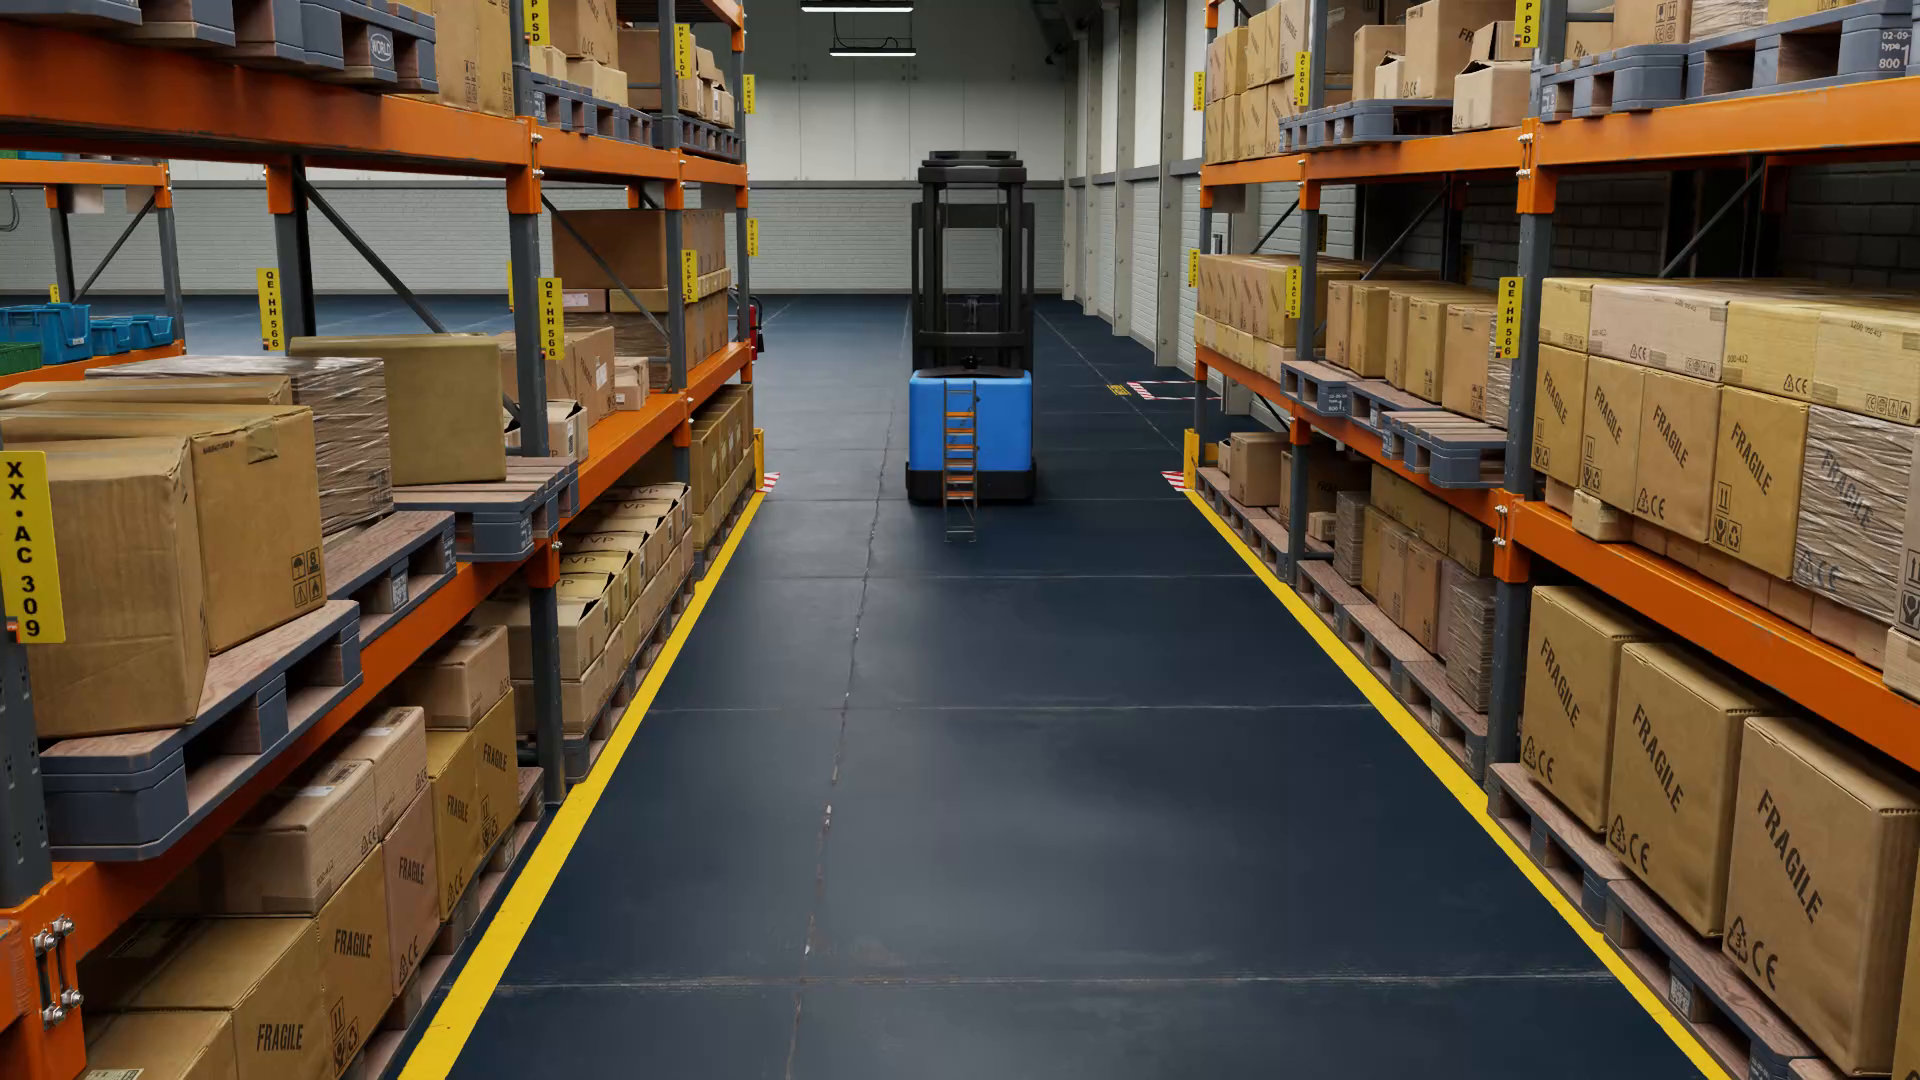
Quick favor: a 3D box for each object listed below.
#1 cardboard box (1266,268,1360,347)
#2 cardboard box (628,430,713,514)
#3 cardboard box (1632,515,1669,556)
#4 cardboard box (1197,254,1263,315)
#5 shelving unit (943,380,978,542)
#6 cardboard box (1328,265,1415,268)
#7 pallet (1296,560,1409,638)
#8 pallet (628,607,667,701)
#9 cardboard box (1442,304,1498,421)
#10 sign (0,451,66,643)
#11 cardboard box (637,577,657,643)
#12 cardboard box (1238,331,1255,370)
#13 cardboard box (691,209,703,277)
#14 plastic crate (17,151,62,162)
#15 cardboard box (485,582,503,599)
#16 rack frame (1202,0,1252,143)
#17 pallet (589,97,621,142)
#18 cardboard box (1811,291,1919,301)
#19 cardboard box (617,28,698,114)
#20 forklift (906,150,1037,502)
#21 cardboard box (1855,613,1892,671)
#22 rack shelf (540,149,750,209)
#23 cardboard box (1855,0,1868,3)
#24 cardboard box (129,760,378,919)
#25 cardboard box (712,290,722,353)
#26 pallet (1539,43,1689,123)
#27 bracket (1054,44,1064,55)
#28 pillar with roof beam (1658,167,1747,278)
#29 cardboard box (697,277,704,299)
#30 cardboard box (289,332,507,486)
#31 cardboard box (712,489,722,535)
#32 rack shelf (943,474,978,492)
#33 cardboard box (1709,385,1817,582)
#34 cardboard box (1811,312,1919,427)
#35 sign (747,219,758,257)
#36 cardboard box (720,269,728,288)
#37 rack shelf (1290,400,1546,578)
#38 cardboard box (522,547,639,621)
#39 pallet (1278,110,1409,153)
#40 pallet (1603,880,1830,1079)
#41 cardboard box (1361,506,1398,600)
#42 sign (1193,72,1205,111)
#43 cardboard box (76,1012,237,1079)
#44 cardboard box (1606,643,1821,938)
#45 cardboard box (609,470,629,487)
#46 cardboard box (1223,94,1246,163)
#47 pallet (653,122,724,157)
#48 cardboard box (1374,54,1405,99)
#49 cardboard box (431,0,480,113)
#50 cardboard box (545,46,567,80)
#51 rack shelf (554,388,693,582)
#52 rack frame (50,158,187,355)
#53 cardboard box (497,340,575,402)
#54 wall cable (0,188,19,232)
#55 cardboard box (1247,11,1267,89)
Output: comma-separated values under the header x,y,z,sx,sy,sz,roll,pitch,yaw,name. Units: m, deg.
x,y,z,sx,sy,sz,roll,pitch,yaw,name
2.367,-1.566,11.176,0.500,0.500,0.500,0,11,-1,cardboard box
-1.963,-0.468,11.295,0.500,0.500,0.500,0,11,-1,cardboard box
2.590,-0.042,5.804,0.380,0.149,0.250,0,11,-2,cardboard box
2.313,-2.173,14.165,0.500,0.500,0.500,0,11,-1,cardboard box
0.000,-0.591,12.454,0.258,1.200,0.189,0,11,-1,shelving unit
2.878,-1.671,11.691,0.500,0.500,0.500,0,11,-1,cardboard box
2.704,0.352,10.295,1.003,0.211,1.213,0,11,-1,pallet
-2.184,0.607,9.035,1.003,0.211,1.213,0,11,-1,pallet
2.710,-0.844,7.815,0.700,0.500,0.500,-1,12,-7,cardboard box
-1.559,0.014,2.771,0.100,0.325,0.005,0,11,-1,sign
-1.939,0.378,9.013,0.500,0.250,0.500,0,11,0,cardboard box
2.345,-1.398,12.233,0.500,0.250,0.500,0,11,-1,cardboard box
-2.313,-2.221,12.448,0.700,0.500,0.500,0,11,-1,cardboard box
-6.961,-3.009,12.341,0.392,0.384,0.575,0,11,-1,plastic crate
-2.458,0.307,7.951,0.500,0.311,0.500,0,11,-2,cardboard box
2.603,-4.905,14.104,1.000,3.000,0.127,0,11,-1,rack frame
-2.313,-2.088,8.237,1.003,0.211,1.213,0,11,1,pallet
3.052,-0.653,5.296,0.500,0.250,0.500,-1,11,-3,cardboard box
-2.013,-3.043,10.812,0.500,0.500,0.500,1,11,4,cardboard box
0.122,-2.007,15.082,1.130,2.935,3.031,0,11,1,forklift
2.569,0.265,4.291,0.380,0.149,0.250,0,11,-1,cardboard box
-2.308,-2.664,12.410,1.077,0.370,4.000,0,11,-1,rack shelf
2.921,-1.700,4.491,0.700,0.500,0.500,0,11,-1,cardboard box
-1.888,0.788,4.427,0.500,0.250,0.500,0,11,-1,cardboard box
-2.337,-1.796,13.614,0.700,0.500,0.500,0,11,0,cardboard box
2.835,-1.624,5.952,1.213,0.211,1.003,0,11,1,pallet
2.517,-12.413,42.058,0.235,0.232,0.430,0,11,-1,bracket
-0.697,-3.559,7.469,9.100,9.000,0.400,0,11,-1,pillar with roof beam
-2.114,-1.878,12.387,0.380,0.149,0.250,0,11,-2,cardboard box
-2.058,-0.484,6.091,0.700,0.500,0.500,-4,12,-20,cardboard box
-1.978,-0.200,11.859,0.500,0.250,0.500,0,11,-1,cardboard box
0.000,-0.430,12.487,0.258,0.103,0.180,0,11,-1,rack shelf
2.552,-0.175,4.829,0.500,0.500,0.500,0,11,0,cardboard box
2.575,-0.447,4.280,0.500,0.250,0.500,0,11,0,cardboard box
-1.806,-2.627,14.455,0.100,0.325,0.005,0,11,-1,sign
-2.144,-2.184,13.895,0.380,0.149,0.250,0,11,0,cardboard box
2.727,-0.420,8.893,1.077,0.370,4.000,0,11,-1,rack shelf
-1.929,0.202,8.467,0.500,0.311,0.500,-1,11,-3,cardboard box
2.592,-2.425,9.894,1.213,0.211,1.003,0,11,-1,pallet
2.732,1.391,5.172,1.003,0.211,1.213,0,11,-1,pallet
2.779,0.088,9.760,0.700,0.500,0.500,0,11,-2,cardboard box
2.061,-3.861,14.304,0.100,0.325,0.005,0,11,-1,sign
-1.867,1.354,3.522,0.500,0.500,0.500,-1,11,-4,cardboard box
2.665,0.794,5.452,0.750,0.750,0.750,0,11,-1,cardboard box
-2.493,-0.565,11.774,0.500,0.500,0.500,0,11,-1,cardboard box
2.351,-3.216,13.022,0.500,0.500,0.500,0,11,1,cardboard box
-2.332,-2.987,12.415,1.003,0.211,1.213,0,11,-1,pallet
2.630,-2.571,9.309,0.500,0.311,0.500,0,11,1,cardboard box
-2.131,-1.685,5.523,0.910,0.500,0.500,0,11,-1,cardboard box
-2.288,-2.371,8.477,0.500,0.250,0.500,-1,12,-6,cardboard box
-2.225,-0.399,8.789,1.077,0.370,4.000,0,11,-1,rack shelf
-7.301,-1.924,14.500,1.000,3.000,0.127,0,11,-1,rack frame
-2.235,-0.736,8.391,0.500,0.500,0.500,-1,11,-4,cardboard box
-27.369,-9.673,45.414,3.097,2.526,0.112,0,11,-1,wall cable
2.362,-3.500,11.905,0.500,0.500,0.500,-1,11,-3,cardboard box
